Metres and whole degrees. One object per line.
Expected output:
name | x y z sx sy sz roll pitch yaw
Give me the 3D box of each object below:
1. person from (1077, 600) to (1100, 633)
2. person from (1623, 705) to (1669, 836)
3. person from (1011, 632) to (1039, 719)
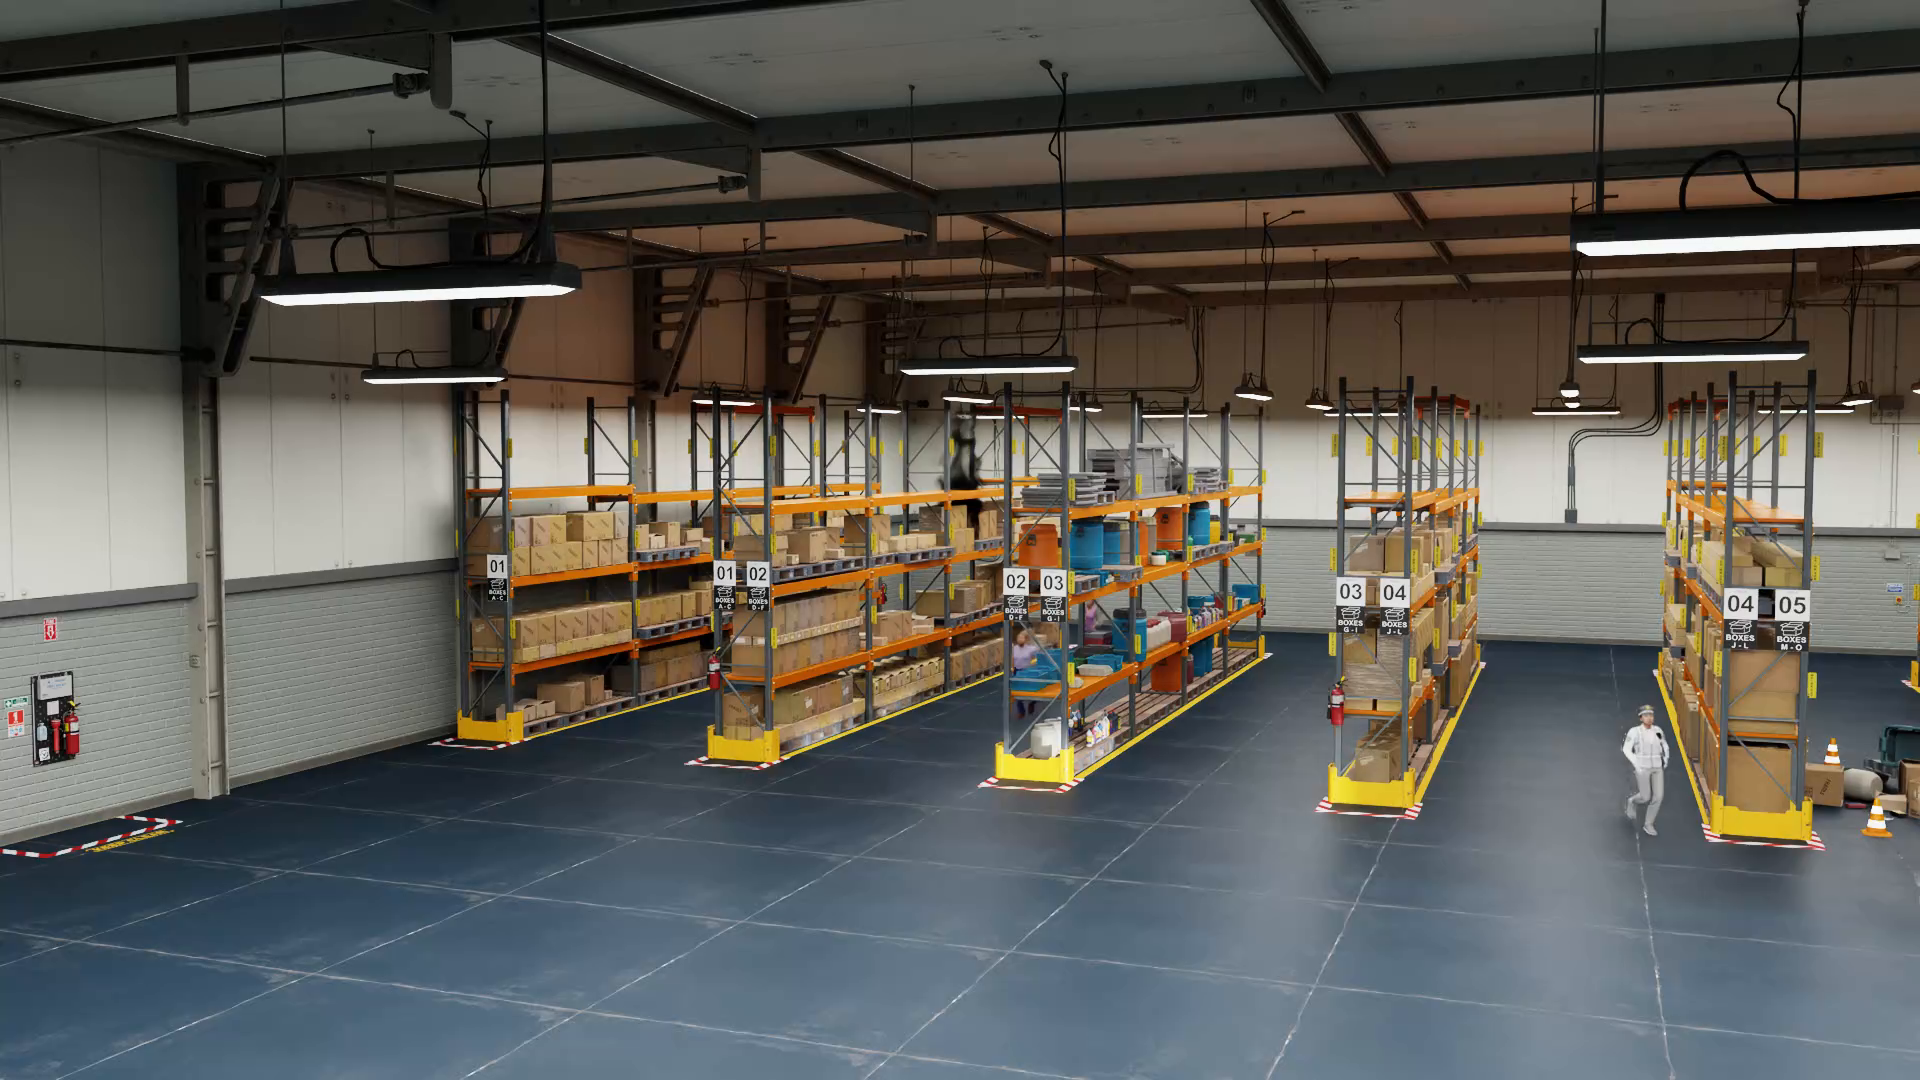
person | 2.954 2.160 38.429 0.542 1.475 0.488 1 3 11
person | 9.015 2.982 21.742 0.605 1.654 0.656 0 3 0
person | 1.160 2.522 30.774 0.619 1.586 0.548 1 3 19
